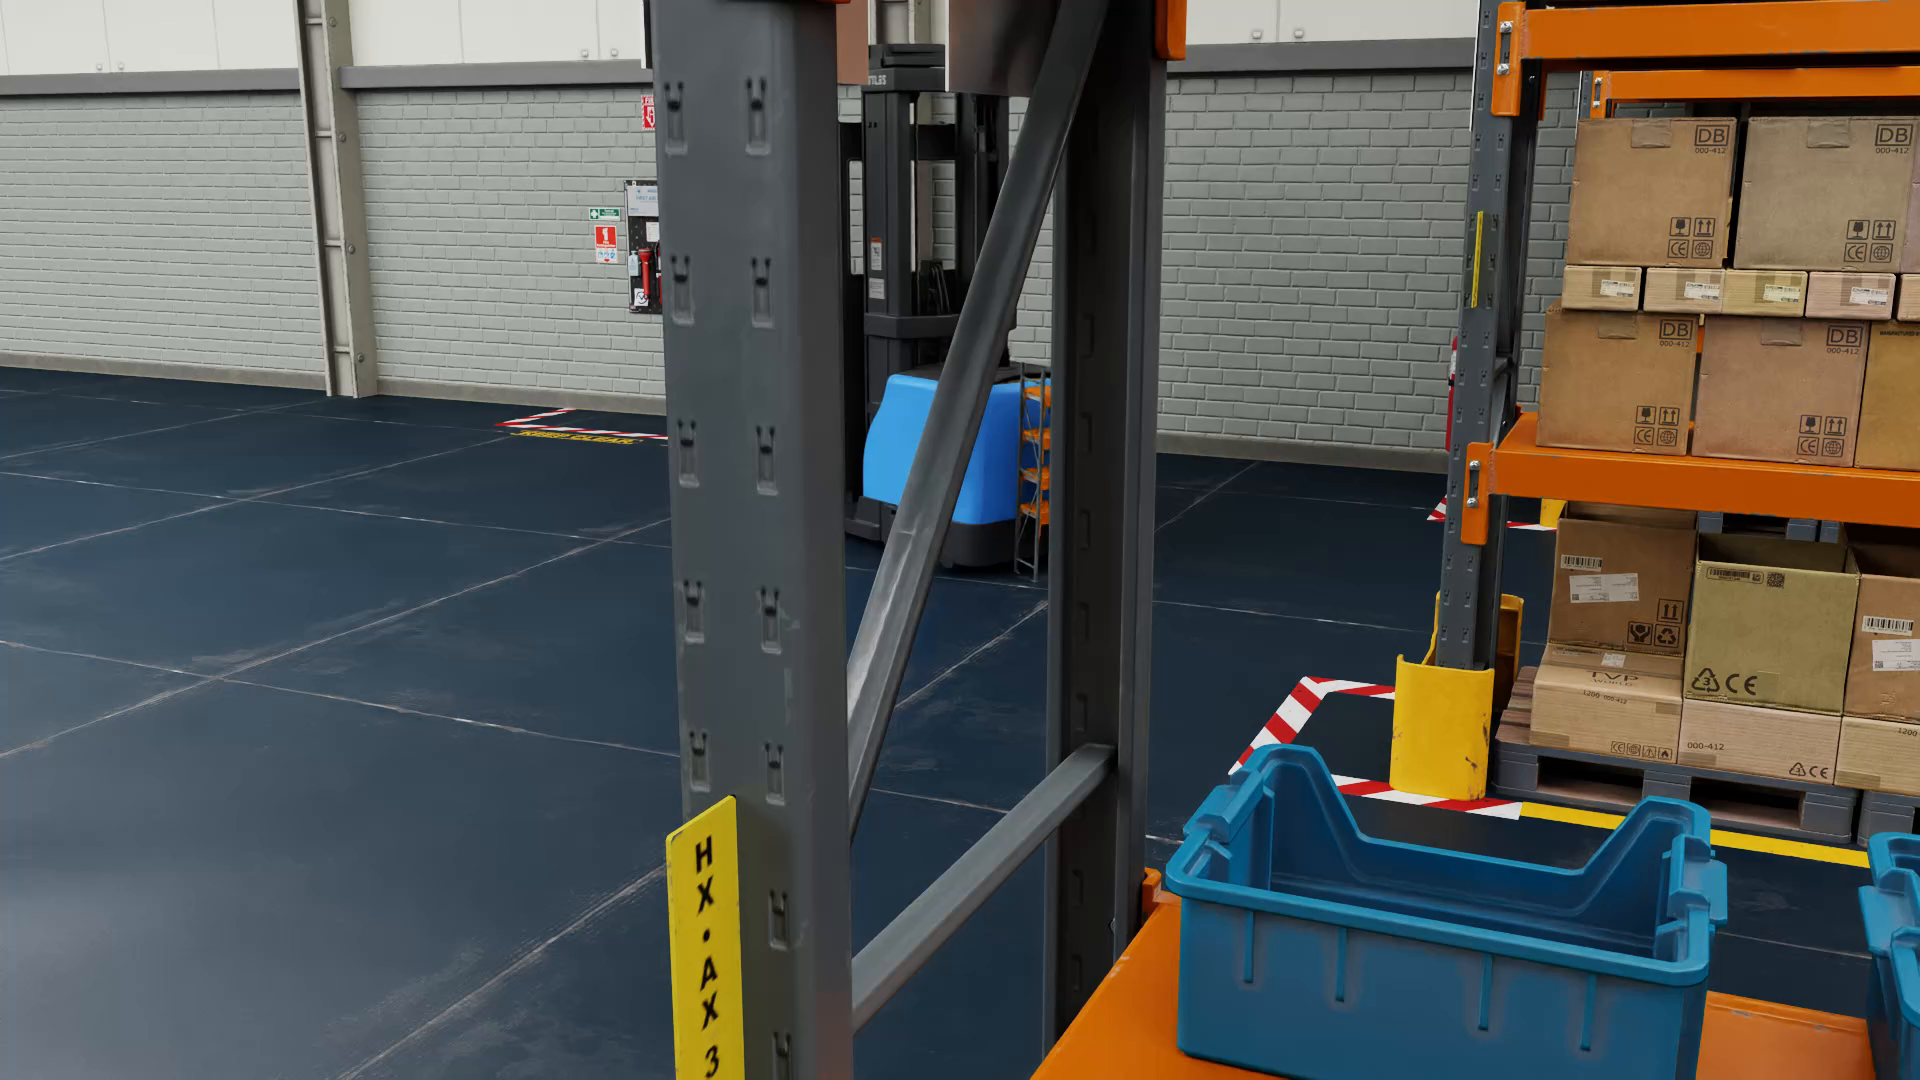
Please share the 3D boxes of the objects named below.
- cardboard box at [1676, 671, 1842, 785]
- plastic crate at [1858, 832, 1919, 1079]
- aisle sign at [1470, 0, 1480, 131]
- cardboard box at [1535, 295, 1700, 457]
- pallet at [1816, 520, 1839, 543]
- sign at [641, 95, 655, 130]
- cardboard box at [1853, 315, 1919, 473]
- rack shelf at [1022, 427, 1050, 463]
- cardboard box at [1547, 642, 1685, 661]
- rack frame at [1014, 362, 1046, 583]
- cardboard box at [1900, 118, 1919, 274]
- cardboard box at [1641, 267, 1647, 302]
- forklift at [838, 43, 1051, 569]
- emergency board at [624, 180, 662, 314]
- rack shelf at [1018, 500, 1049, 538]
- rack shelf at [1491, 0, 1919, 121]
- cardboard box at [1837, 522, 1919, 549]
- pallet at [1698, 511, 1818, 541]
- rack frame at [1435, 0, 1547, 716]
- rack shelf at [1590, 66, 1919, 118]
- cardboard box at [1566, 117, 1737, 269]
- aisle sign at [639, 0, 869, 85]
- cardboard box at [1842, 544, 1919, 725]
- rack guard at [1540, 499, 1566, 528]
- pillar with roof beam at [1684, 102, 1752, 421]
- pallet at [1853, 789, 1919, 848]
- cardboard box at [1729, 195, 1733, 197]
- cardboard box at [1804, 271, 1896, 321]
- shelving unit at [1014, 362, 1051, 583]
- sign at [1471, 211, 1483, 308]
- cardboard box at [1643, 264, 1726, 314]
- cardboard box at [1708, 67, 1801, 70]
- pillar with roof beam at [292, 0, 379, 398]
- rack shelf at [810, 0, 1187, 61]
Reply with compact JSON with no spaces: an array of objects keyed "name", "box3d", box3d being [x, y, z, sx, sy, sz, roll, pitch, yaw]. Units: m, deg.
[{"name":"cardboard box","box3d":[2.879,0.650,6.017,0.500,0.250,0.500,6,14,23]},{"name":"plastic crate","box3d":[1.181,0.526,1.771,0.408,0.251,0.499,6,14,23]},{"name":"aisle sign","box3d":[1.836,-1.833,5.810,0.004,0.787,0.394,6,14,23]},{"name":"cardboard box","box3d":[2.442,-0.628,6.147,0.500,0.500,0.700,6,14,23]},{"name":"pallet","box3d":[5.933,-0.100,10.219,1.213,0.211,1.003,6,14,23]},{"name":"sign","box3d":[-2.683,-3.718,14.460,0.199,0.298,0.001,6,14,23]},{"name":"cardboard box","box3d":[3.376,-0.534,5.743,0.500,0.500,0.700,6,14,24]},{"name":"rack shelf","box3d":[0.601,-0.544,9.235,0.480,0.148,0.258,-7,18,-27]},{"name":"cardboard box","box3d":[2.631,0.497,6.672,0.500,0.250,0.500,6,14,23]},{"name":"rack frame","box3d":[0.382,-0.367,9.165,0.015,1.200,0.240,-7,18,-27]},{"name":"cardboard box","box3d":[3.435,-1.161,5.578,0.500,0.500,0.700,6,14,23]},{"name":"cardboard box","box3d":[2.687,-0.970,6.186,0.250,0.149,0.380,6,15,25]},{"name":"forklift","box3d":[-0.470,-1.542,10.410,1.130,2.935,3.031,-10,17,-38]},{"name":"emergency board","box3d":[-2.716,-2.568,14.633,0.643,1.169,0.194,6,14,23]},{"name":"rack shelf","box3d":[0.591,-0.138,9.349,0.480,0.148,0.258,-7,18,-27]},{"name":"rack shelf","box3d":[3.849,-1.550,5.305,4.000,0.370,1.077,6,14,23]},{"name":"cardboard box","box3d":[3.552,0.221,6.207,0.500,0.500,0.500,6,14,23]},{"name":"pallet","box3d":[4.821,-0.213,10.702,1.213,0.211,1.003,6,14,23]},{"name":"rack frame","box3d":[2.021,-0.625,6.354,0.127,3.000,1.000,6,14,23]},{"name":"rack shelf","box3d":[5.852,-2.585,9.716,4.000,0.370,1.077,6,14,23]},{"name":"cardboard box","box3d":[2.491,-1.255,5.978,0.500,0.500,0.700,6,14,23]},{"name":"aisle sign","box3d":[-0.174,-0.802,1.417,0.004,0.787,0.394,6,14,23]},{"name":"cardboard box","box3d":[3.341,0.329,5.744,0.500,0.500,0.500,6,14,23]},{"name":"rack guard","box3d":[4.093,-0.436,11.021,0.348,0.500,1.175,6,14,23]},{"name":"pillar with roof beam","box3d":[3.270,-3.798,6.742,0.400,9.000,9.100,6,14,23]},{"name":"pallet","box3d":[3.848,0.907,5.926,1.213,0.211,1.003,6,14,23]},{"name":"cardboard box","box3d":[4.997,-1.914,10.490,0.500,0.500,0.500,6,14,24]},{"name":"cardboard box","box3d":[2.992,-0.838,5.619,0.250,0.149,0.380,6,14,22]},{"name":"shelving unit","box3d":[0.597,-0.393,9.277,0.503,1.200,0.258,-7,18,-27]},{"name":"sign","box3d":[1.790,-0.970,5.755,0.005,0.325,0.100,6,14,23]},{"name":"cardboard box","box3d":[2.535,-0.885,5.820,0.250,0.149,0.380,5,14,22]},{"name":"cardboard box","box3d":[4.705,-3.039,9.811,0.500,0.500,0.500,7,15,27]},{"name":"pillar with roof beam","box3d":[-7.701,-4.908,11.474,0.400,9.000,9.100,6,14,23]},{"name":"rack shelf","box3d":[1.839,-0.516,0.897,4.000,0.370,1.077,6,14,23]}]
